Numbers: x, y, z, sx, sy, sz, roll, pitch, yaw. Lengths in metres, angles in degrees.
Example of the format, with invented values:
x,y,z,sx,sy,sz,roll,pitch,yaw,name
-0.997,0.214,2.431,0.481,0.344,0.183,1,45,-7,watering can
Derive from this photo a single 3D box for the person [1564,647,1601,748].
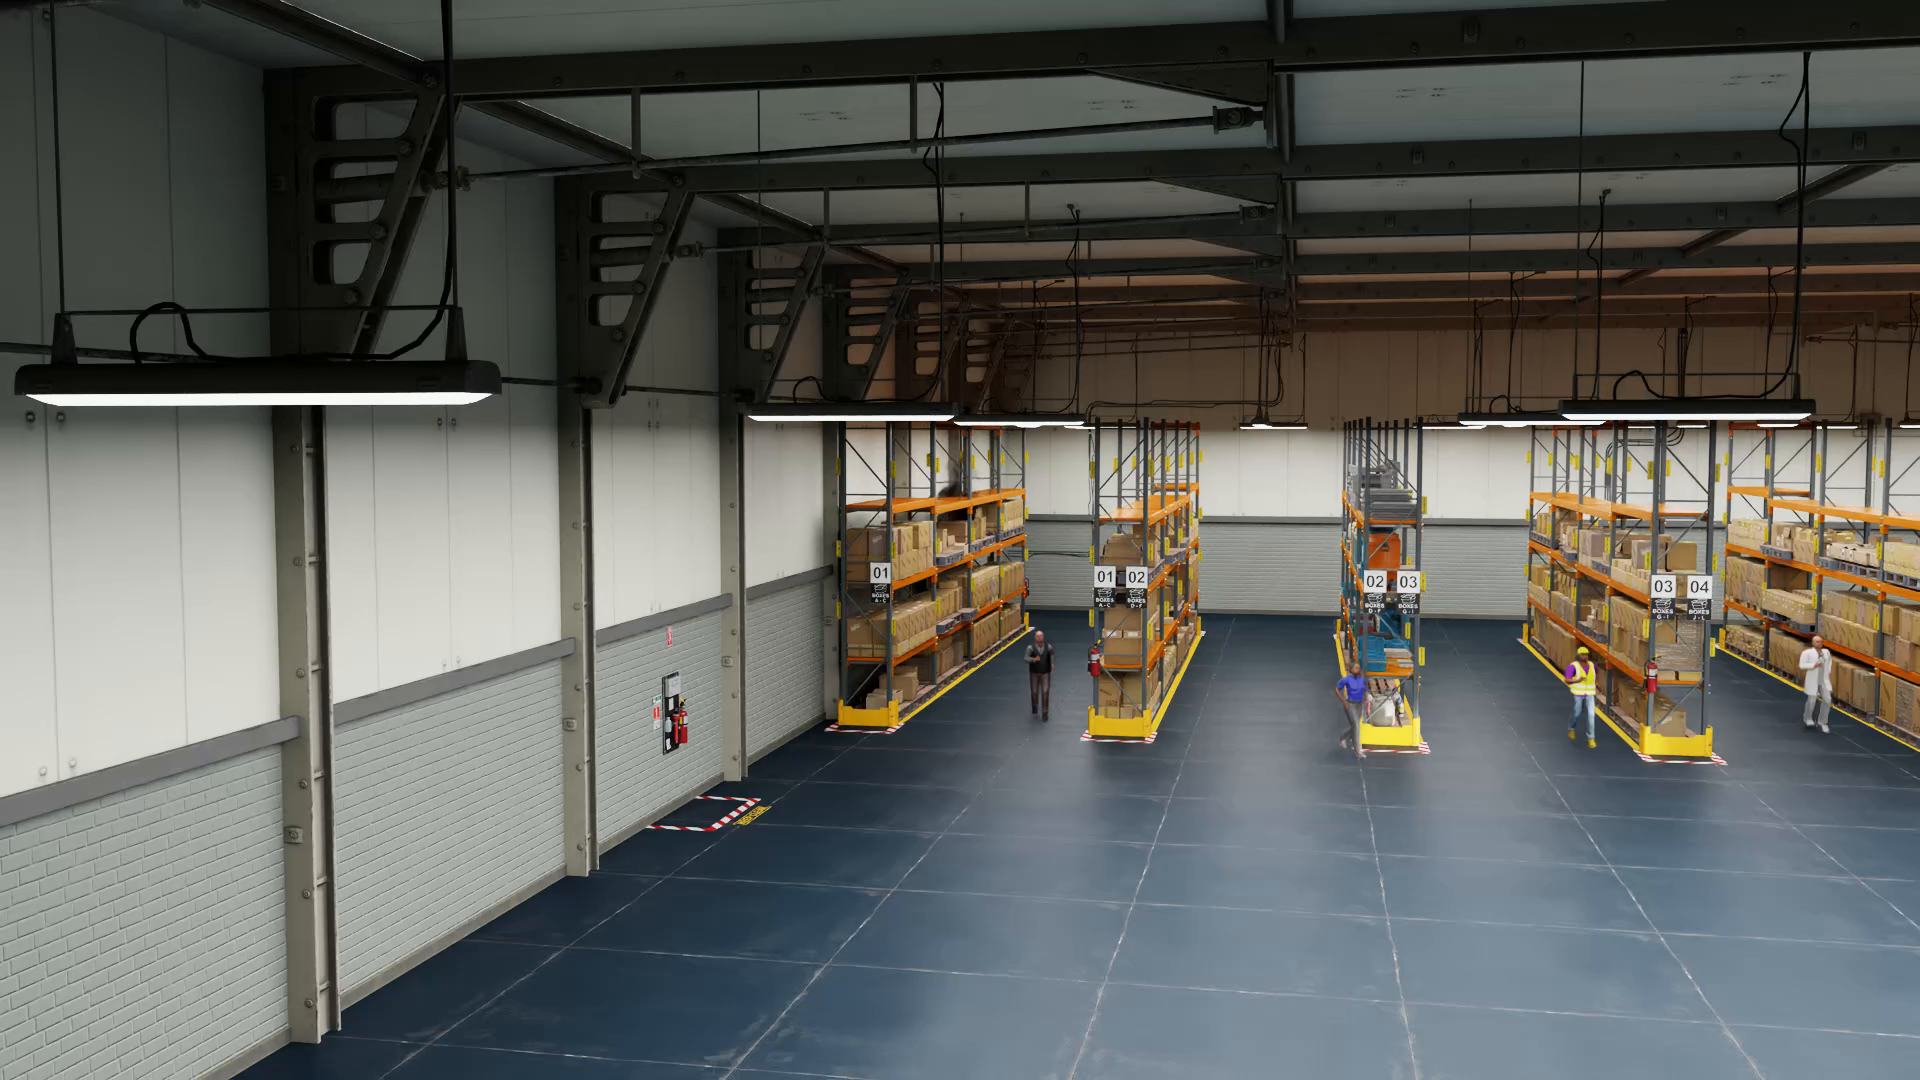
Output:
x,y,z,sx,sy,sz,roll,pitch,yaw,name
11.393,2.838,30.420,0.691,1.776,0.944,0,4,4,person

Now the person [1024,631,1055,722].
x,y,z,sx,sy,sz,roll,pitch,yaw,name
1.595,2.689,33.189,0.643,1.744,0.906,0,4,0,person

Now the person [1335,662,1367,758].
x,y,z,sx,sy,sz,roll,pitch,yaw,name
6.979,2.987,29.552,0.589,1.653,0.812,-2,4,-26,person

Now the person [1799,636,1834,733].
x,y,z,sx,sy,sz,roll,pitch,yaw,name
16.471,2.762,31.971,0.690,1.842,0.823,0,4,7,person
